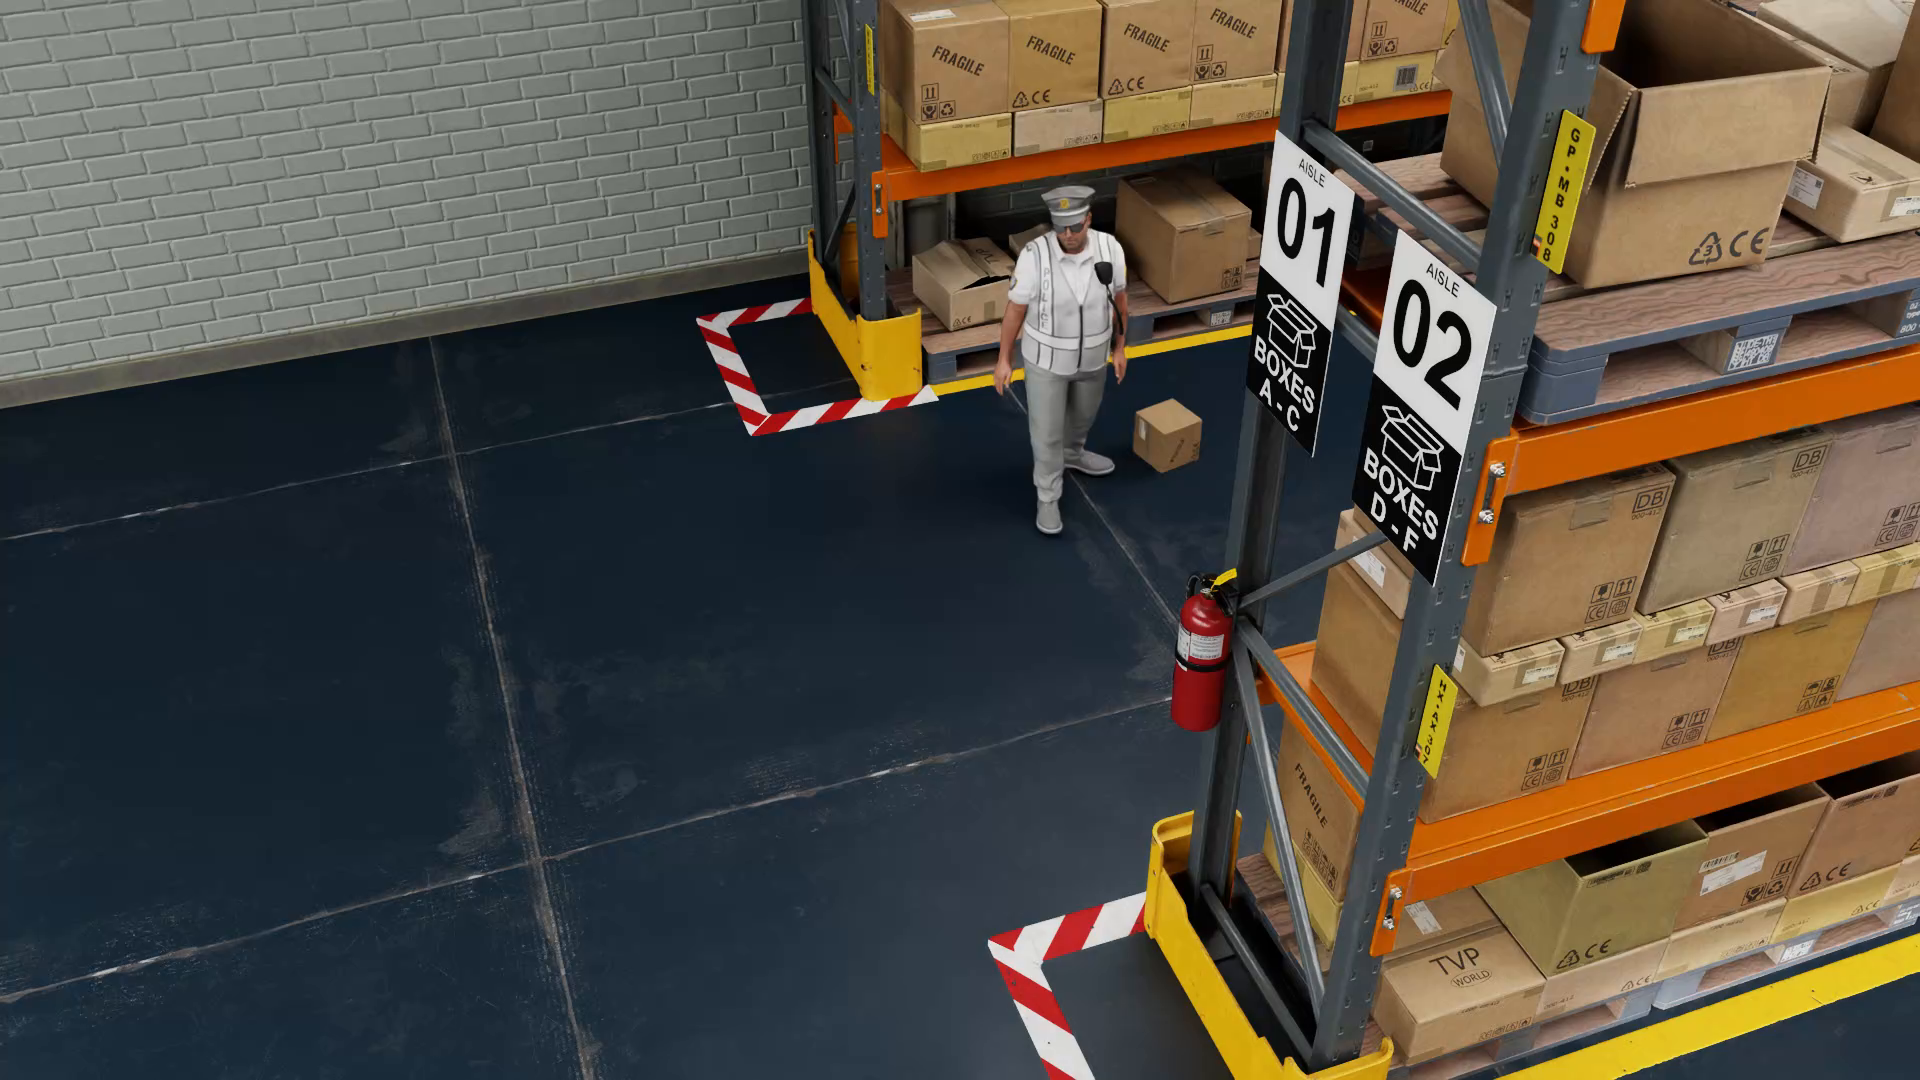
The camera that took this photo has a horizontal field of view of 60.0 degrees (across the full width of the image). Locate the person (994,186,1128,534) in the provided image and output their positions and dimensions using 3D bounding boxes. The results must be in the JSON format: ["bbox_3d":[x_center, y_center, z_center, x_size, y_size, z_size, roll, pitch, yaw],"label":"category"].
[{"bbox_3d":[0.504,-0.907,7.953,0.703,1.742,0.623,-10,39,-13],"label":"person"}]
